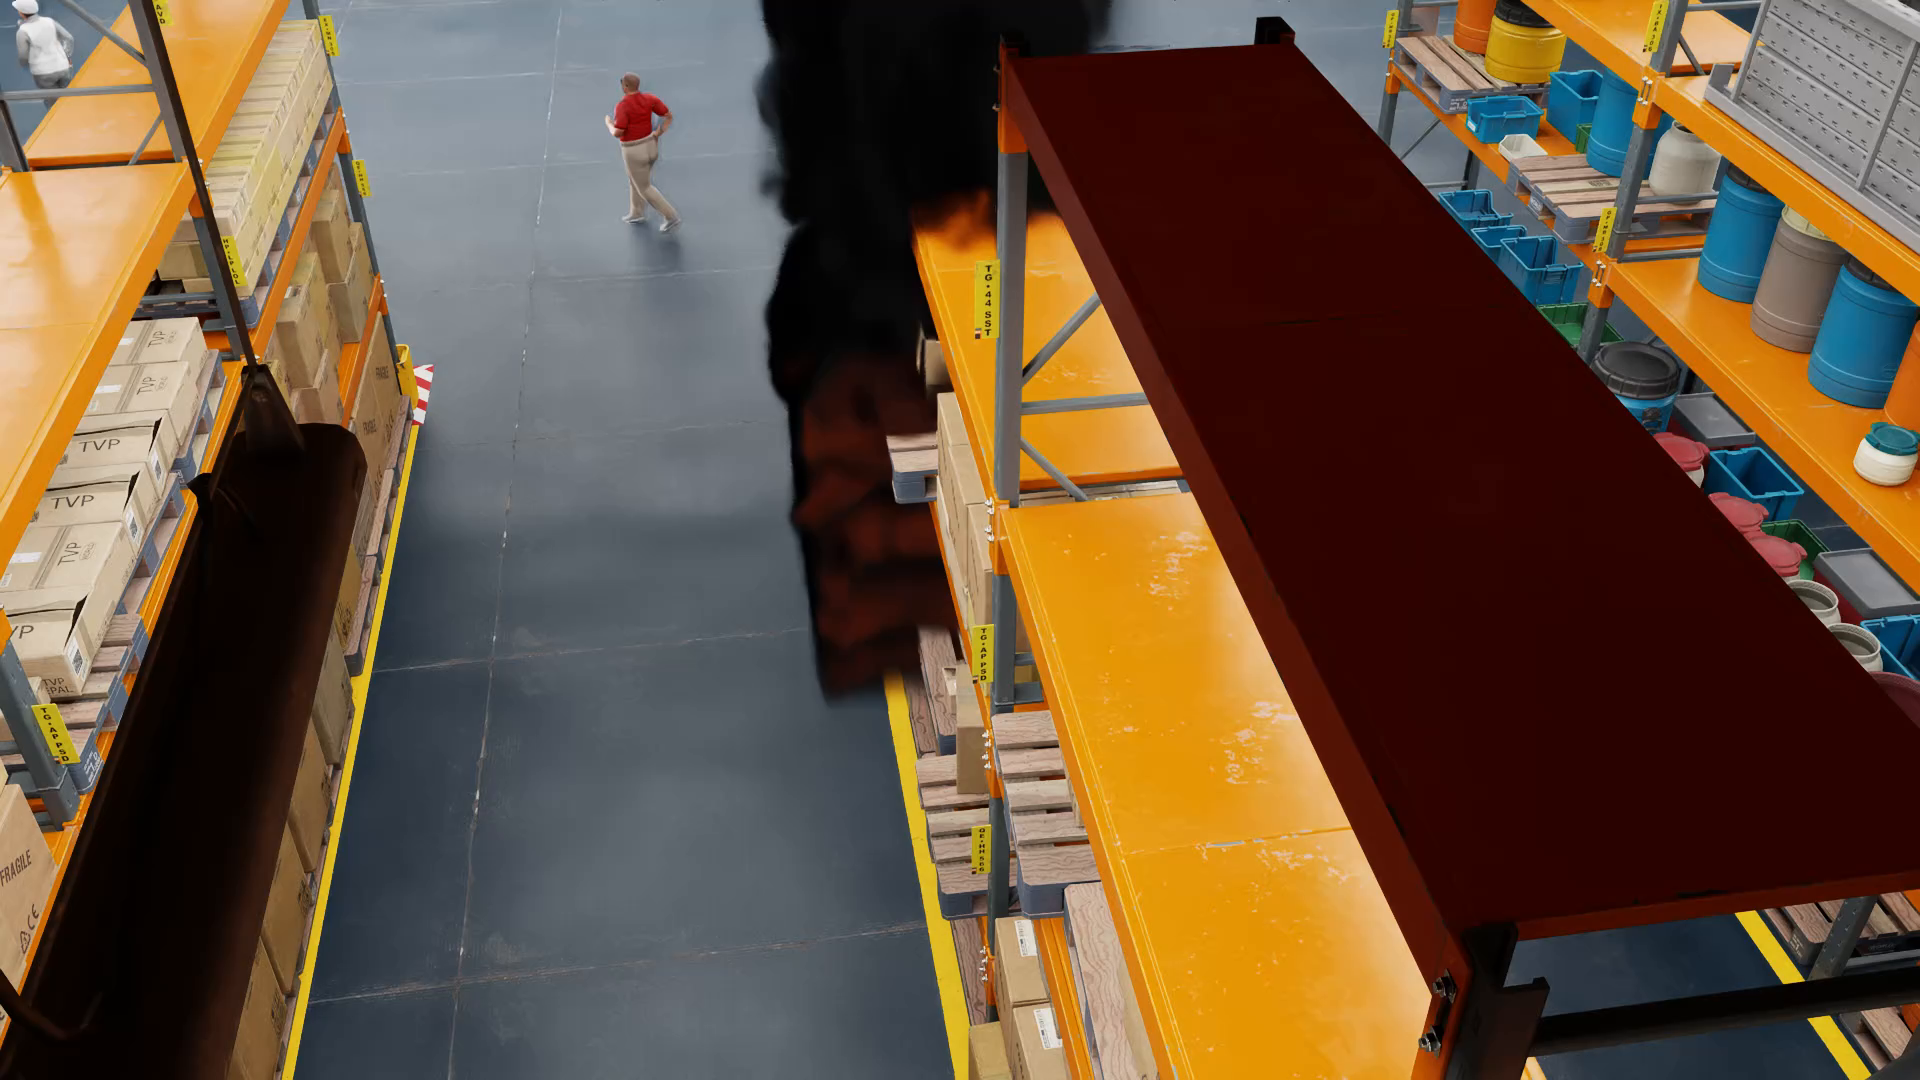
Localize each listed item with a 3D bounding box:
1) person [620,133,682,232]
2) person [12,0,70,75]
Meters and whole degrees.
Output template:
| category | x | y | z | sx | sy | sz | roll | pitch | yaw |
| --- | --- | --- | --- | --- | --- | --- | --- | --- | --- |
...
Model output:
| category | x | y | z | sx | sy | sz | roll | pitch | yaw |
| --- | --- | --- | --- | --- | --- | --- | --- | --- | --- |
| person | -3.351 | -3.784 | 17.709 | 0.910 | 1.109 | 0.410 | 20 | 41 | 25 |
| person | -10.670 | -5.530 | 19.529 | 0.447 | 1.723 | 0.448 | 17 | 40 | 22 |
